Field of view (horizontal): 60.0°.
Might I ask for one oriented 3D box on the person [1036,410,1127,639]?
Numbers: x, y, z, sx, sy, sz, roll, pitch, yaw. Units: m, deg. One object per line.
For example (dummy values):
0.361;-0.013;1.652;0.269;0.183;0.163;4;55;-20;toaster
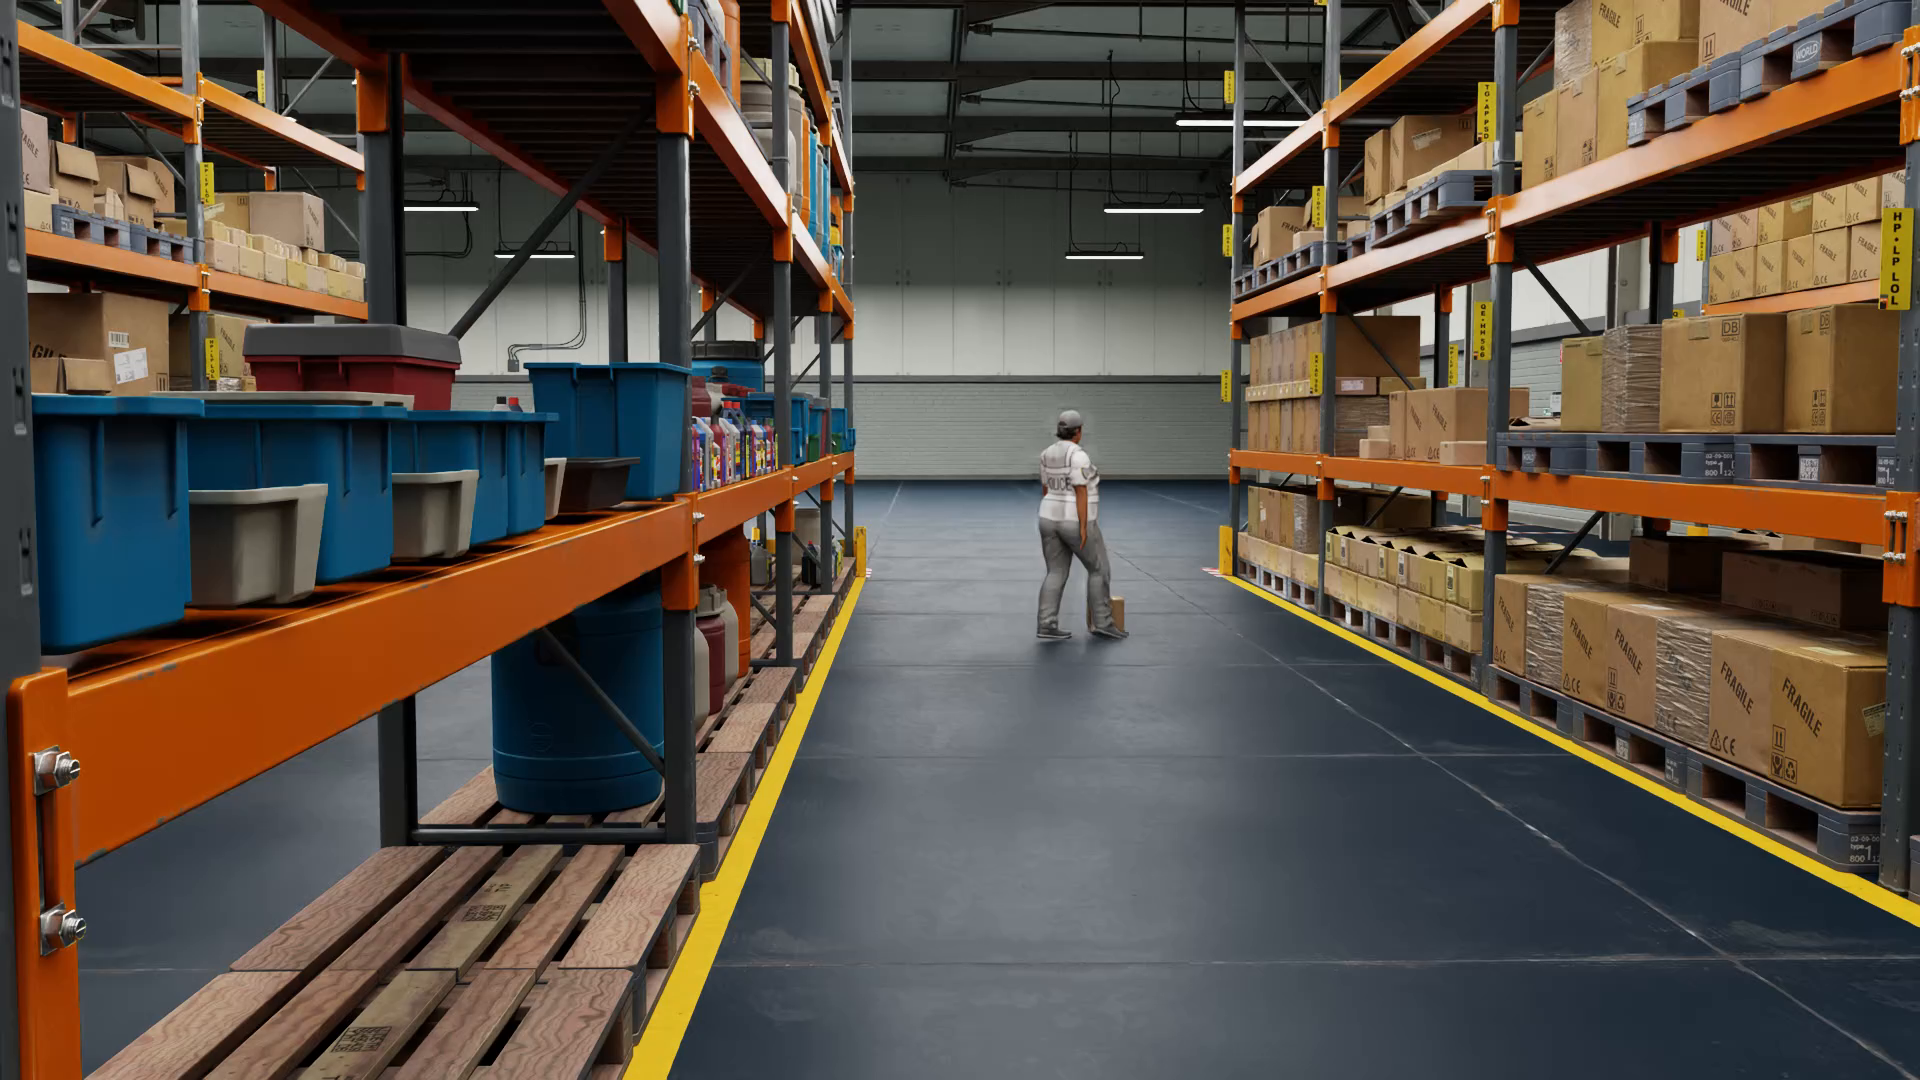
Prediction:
0.867;-0.098;12.036;0.690;1.678;0.529;-3;5;-42;person
